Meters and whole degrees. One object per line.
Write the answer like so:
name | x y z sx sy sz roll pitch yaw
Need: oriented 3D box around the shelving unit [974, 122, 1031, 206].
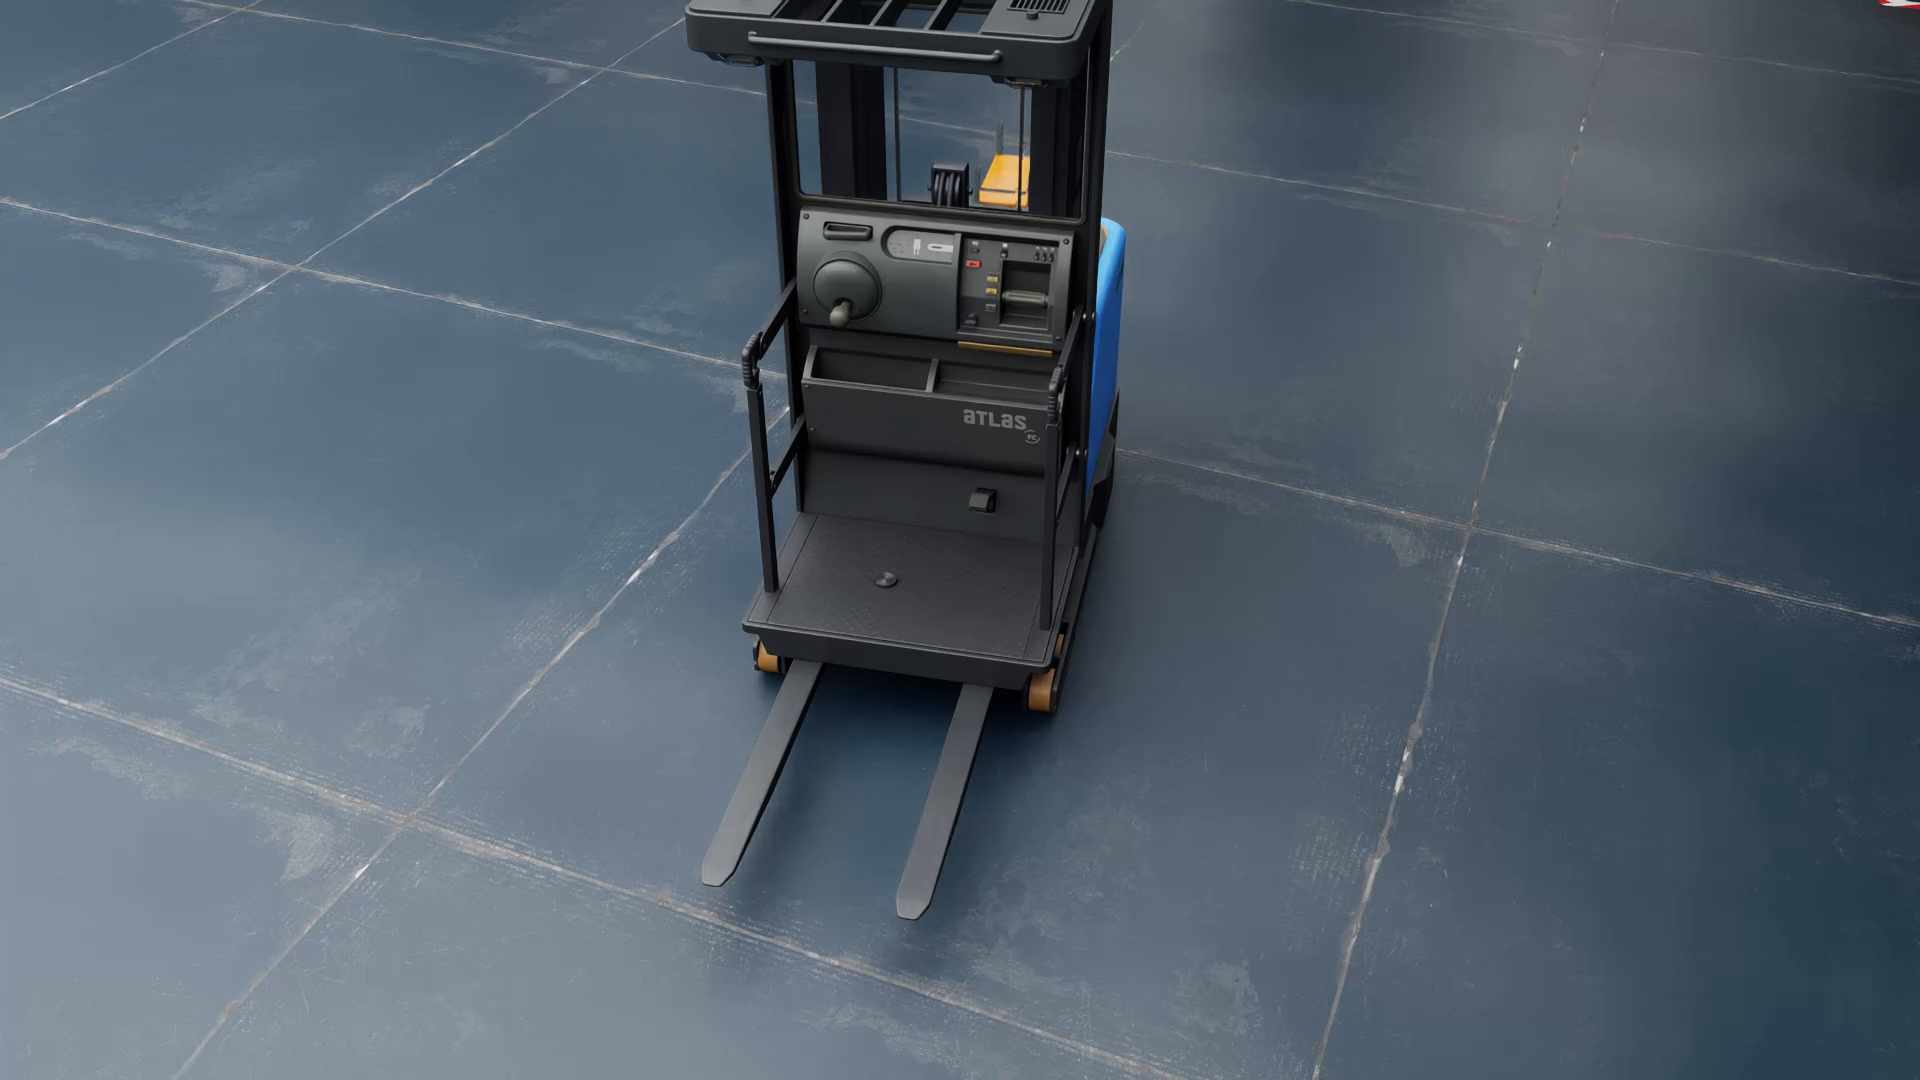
shelving unit | 0.227 -1.155 7.293 0.258 1.200 0.503 7 37 9

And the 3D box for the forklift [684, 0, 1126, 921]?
forklift | -0.132 -0.807 5.382 1.130 2.935 3.031 7 37 10

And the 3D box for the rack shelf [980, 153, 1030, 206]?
rack shelf | 0.227 -1.470 7.058 0.258 0.148 0.480 7 37 9

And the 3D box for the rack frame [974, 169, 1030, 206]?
rack frame | 0.177 -1.012 7.101 0.240 1.200 0.015 7 37 9

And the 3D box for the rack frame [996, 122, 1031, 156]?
rack frame | 0.277 -1.298 7.484 0.240 1.200 0.015 7 37 9
